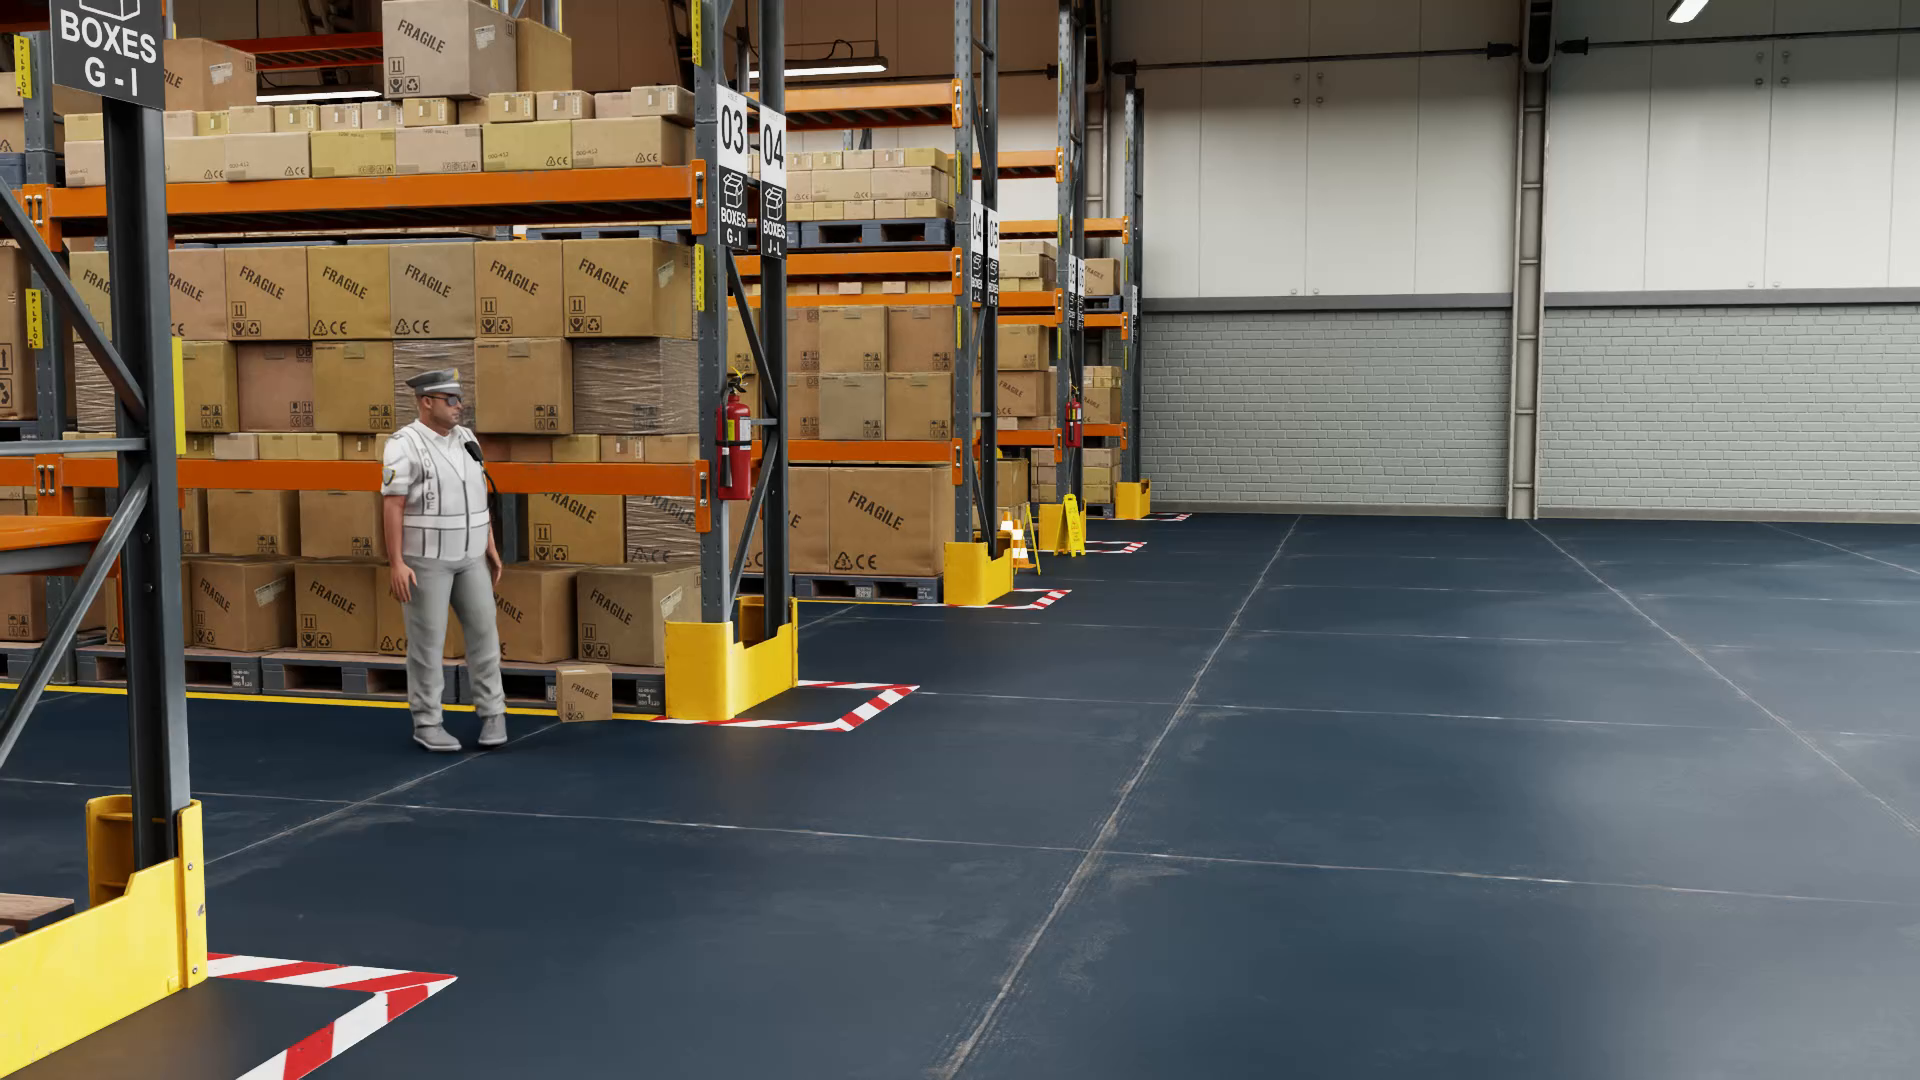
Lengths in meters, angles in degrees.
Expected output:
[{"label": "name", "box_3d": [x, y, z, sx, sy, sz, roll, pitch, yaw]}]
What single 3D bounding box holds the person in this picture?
[{"label": "person", "box_3d": [-2.398, 0.087, 7.764, 0.498, 1.770, 0.556, 3, 6, 35]}]
